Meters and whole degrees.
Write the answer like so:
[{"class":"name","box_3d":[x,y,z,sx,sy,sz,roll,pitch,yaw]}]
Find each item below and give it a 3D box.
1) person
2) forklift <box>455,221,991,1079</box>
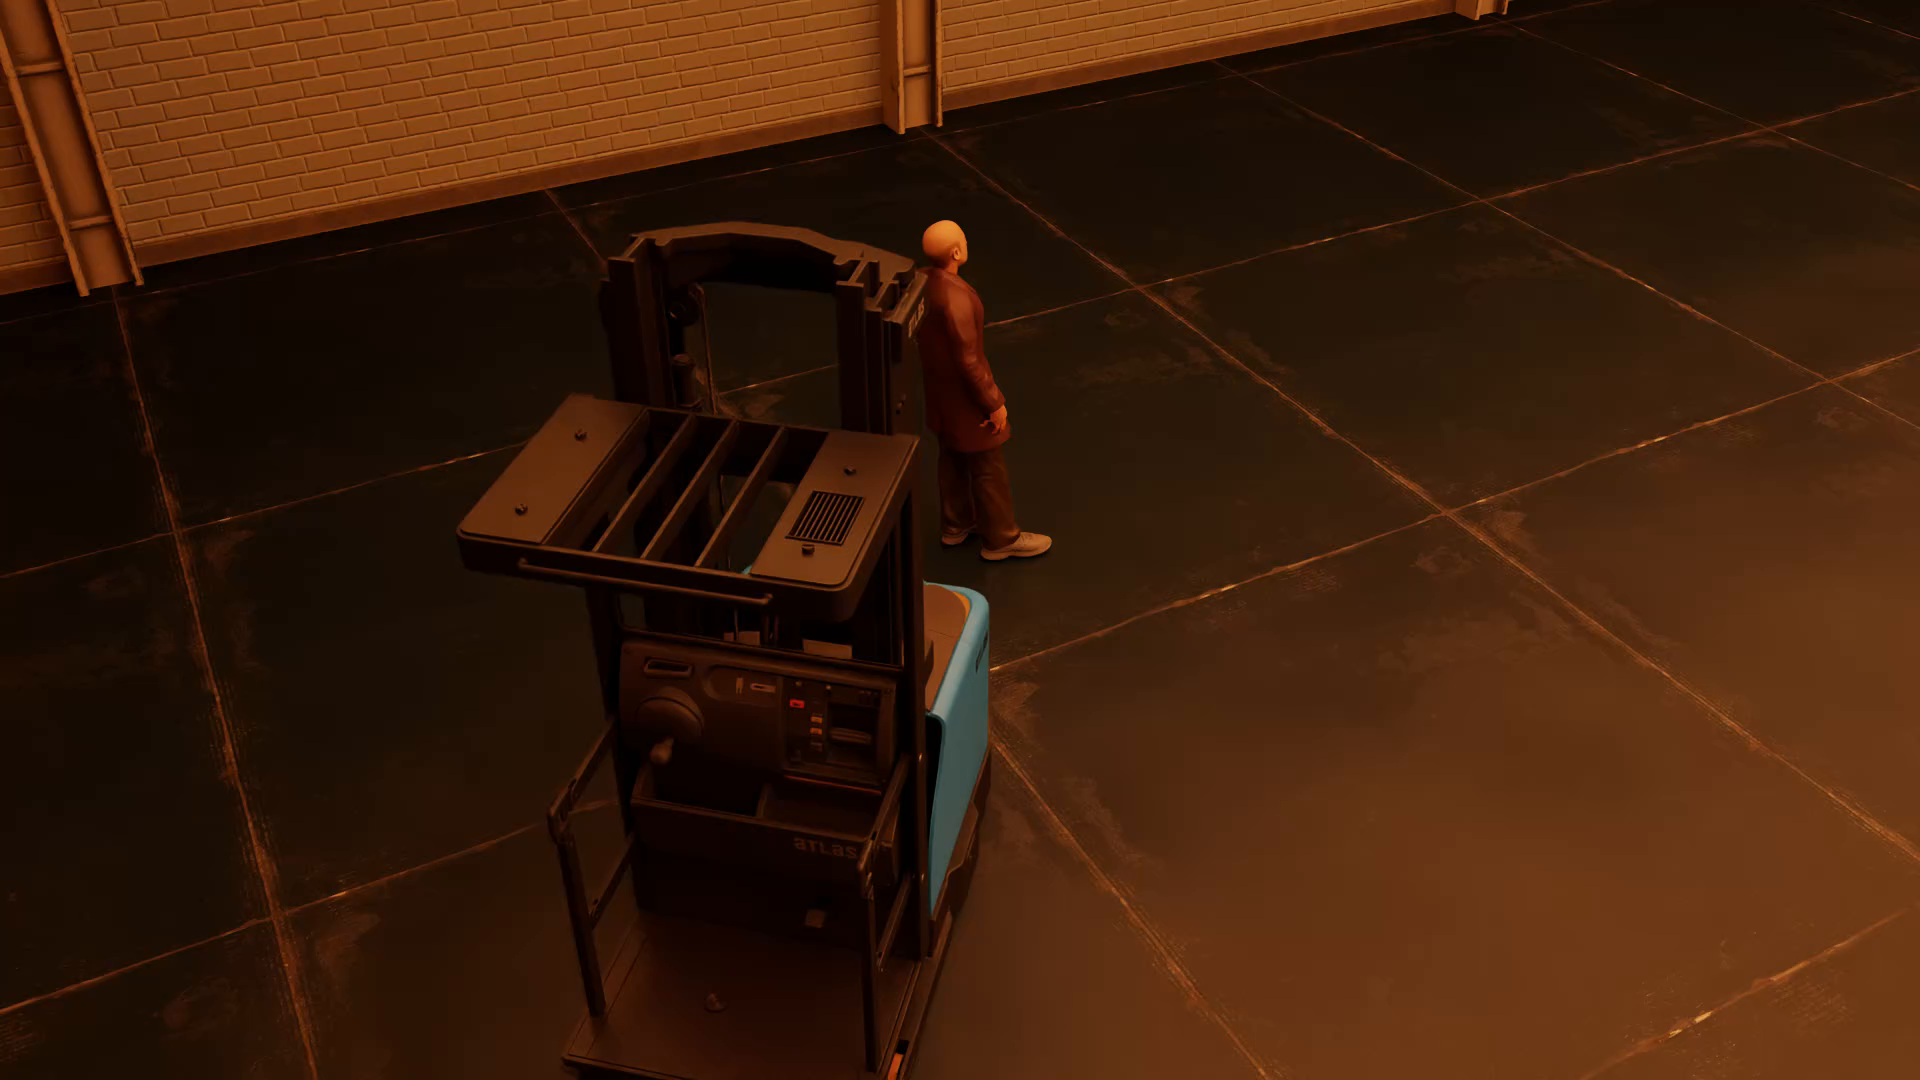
[{"class":"person","box_3d":[0.082,-0.754,8.176,0.582,1.776,0.696,-17,39,-23]},{"class":"forklift","box_3d":[-0.709,0.639,5.220,1.130,2.935,3.031,8,36,11]}]
